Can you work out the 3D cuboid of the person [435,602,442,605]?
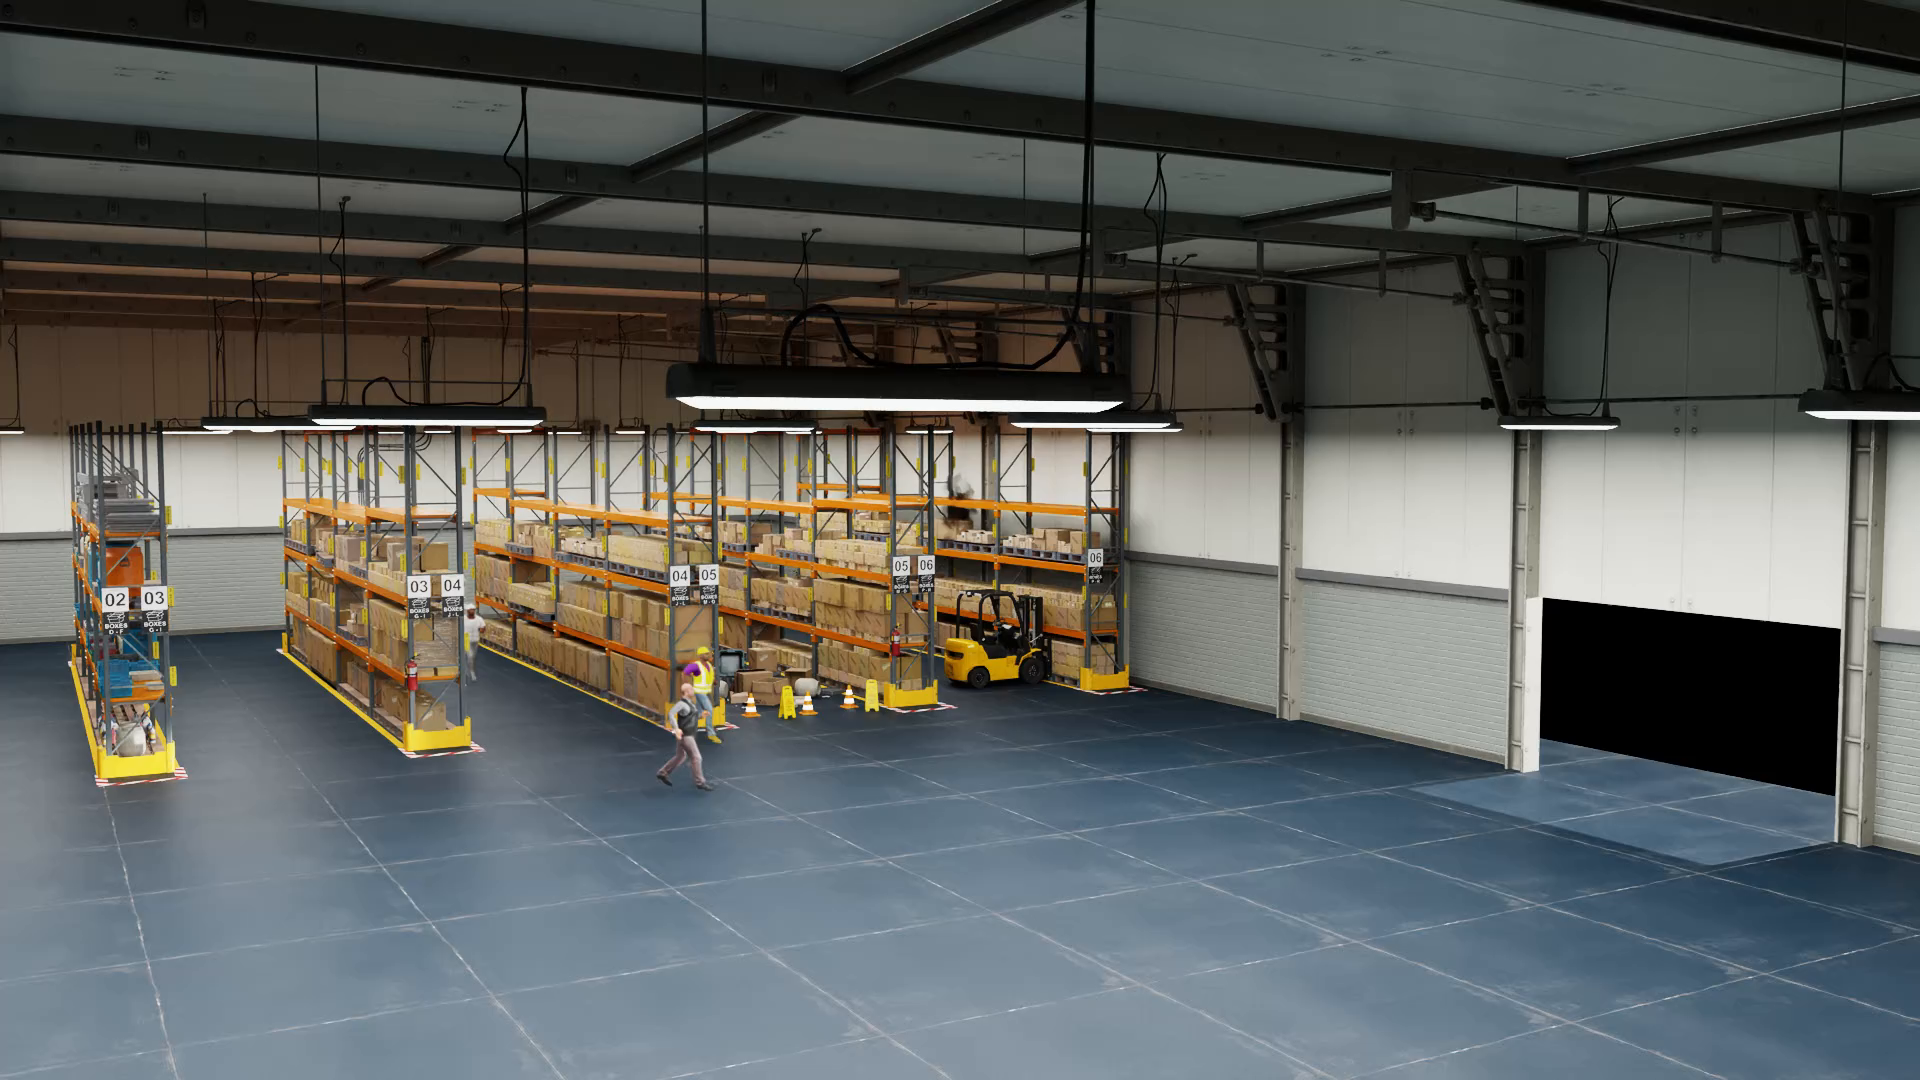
[{"bbox_3d":[-14.332,2.043,45.276,0.752,1.787,0.704,0,4,-2],"label":"person"}]

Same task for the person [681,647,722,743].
[{"bbox_3d":[-4.849,2.894,31.338,0.932,1.769,0.708,1,4,20],"label":"person"}]

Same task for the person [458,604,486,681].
[{"bbox_3d":[-11.537,2.388,39.252,0.707,1.776,0.896,-3,5,-40],"label":"person"}]

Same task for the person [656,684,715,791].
[{"bbox_3d":[-4.440,3.173,26.823,0.953,1.728,0.645,0,4,-2],"label":"person"}]
